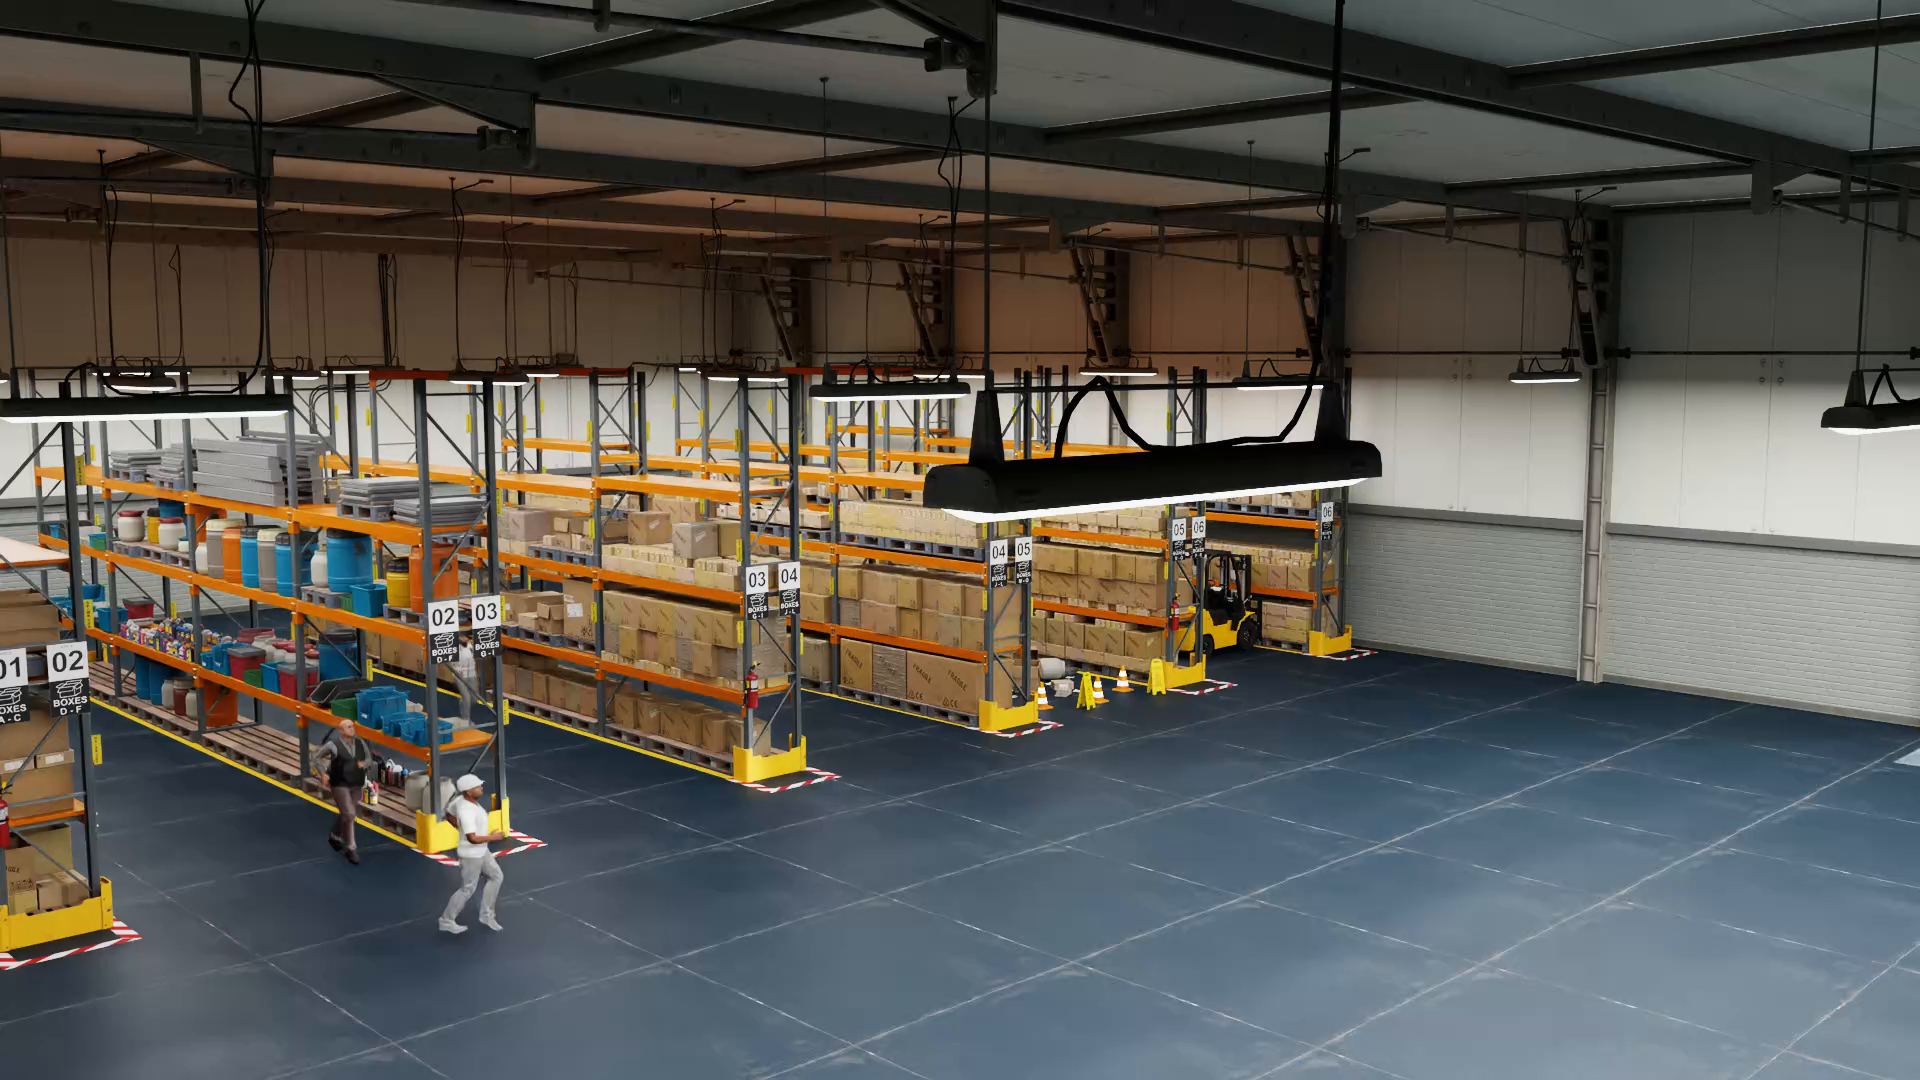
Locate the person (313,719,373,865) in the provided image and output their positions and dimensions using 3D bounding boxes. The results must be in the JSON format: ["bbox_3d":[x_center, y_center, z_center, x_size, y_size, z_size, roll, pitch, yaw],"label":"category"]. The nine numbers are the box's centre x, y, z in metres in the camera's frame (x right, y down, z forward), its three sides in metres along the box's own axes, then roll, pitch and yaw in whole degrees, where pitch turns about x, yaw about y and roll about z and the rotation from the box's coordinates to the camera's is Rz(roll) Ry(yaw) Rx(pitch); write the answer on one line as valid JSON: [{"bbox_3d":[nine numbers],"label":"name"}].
[{"bbox_3d":[-7.658,3.113,20.844,0.844,1.731,0.628,5,8,36],"label":"person"}]

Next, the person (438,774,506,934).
[{"bbox_3d":[-5.308,3.432,18.073,0.730,1.813,0.697,-1,7,-13],"label":"person"}]

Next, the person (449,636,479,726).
[{"bbox_3d":[-8.441,2.319,28.305,0.574,1.649,0.557,-6,9,-44],"label":"person"}]
